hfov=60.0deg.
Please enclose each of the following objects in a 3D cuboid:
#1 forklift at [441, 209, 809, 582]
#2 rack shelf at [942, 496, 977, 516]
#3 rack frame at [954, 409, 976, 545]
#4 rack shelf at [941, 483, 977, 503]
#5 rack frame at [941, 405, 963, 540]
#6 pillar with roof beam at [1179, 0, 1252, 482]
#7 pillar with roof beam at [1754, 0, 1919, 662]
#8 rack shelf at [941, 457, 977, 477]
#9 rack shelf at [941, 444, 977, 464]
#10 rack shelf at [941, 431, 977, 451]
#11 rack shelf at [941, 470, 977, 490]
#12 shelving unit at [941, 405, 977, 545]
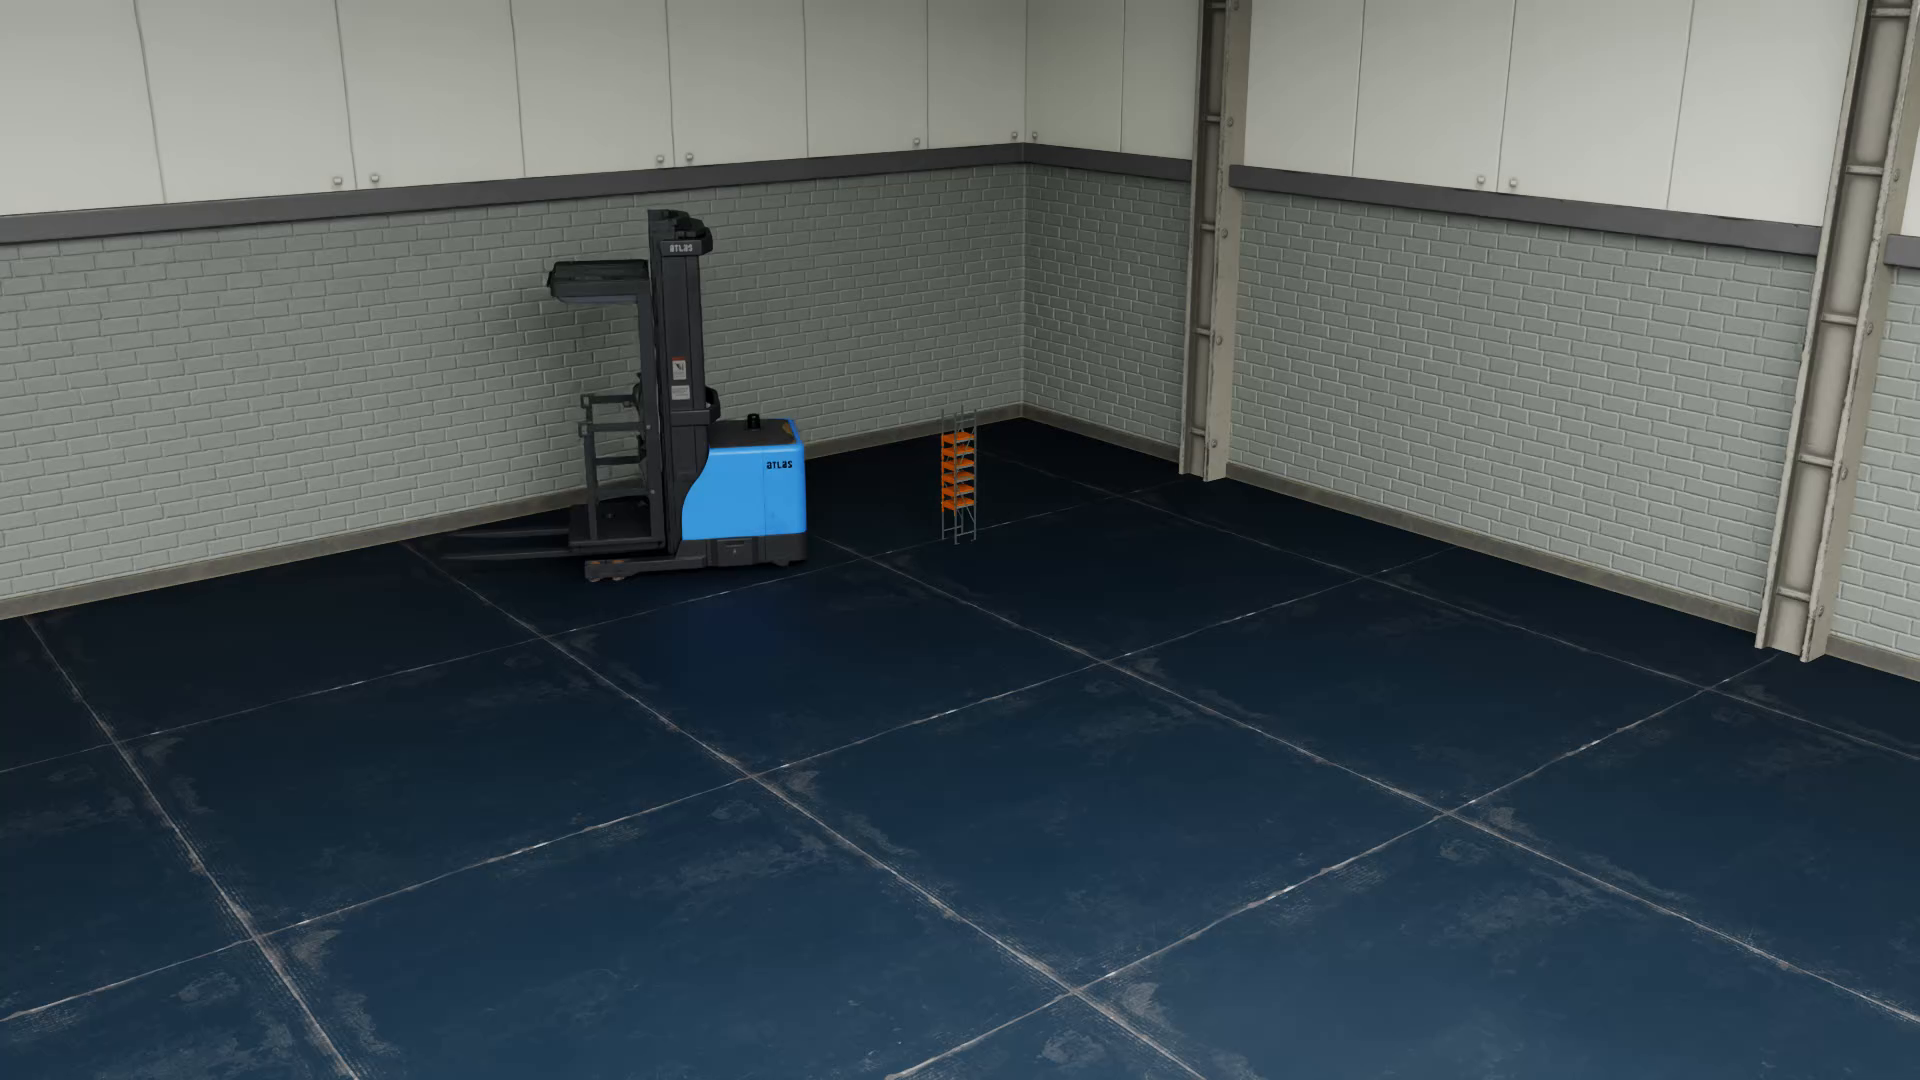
[{"bbox_3d":[-2.857,-1.225,13.900,3.031,2.935,1.130,-4,19,-11],"label":"forklift"},{"bbox_3d":[-0.009,-0.303,14.774,0.258,0.103,0.180,-14,23,-36],"label":"rack shelf"},{"bbox_3d":[0.048,-0.551,14.617,0.240,1.200,0.006,-14,23,-36],"label":"rack frame"},{"bbox_3d":[-0.009,-0.417,14.736,0.258,0.103,0.180,-14,23,-36],"label":"rack shelf"},{"bbox_3d":[-0.066,-0.596,14.753,0.240,1.200,0.006,-14,23,-36],"label":"rack frame"},{"bbox_3d":[-0.912,-4.093,12.907,9.100,9.000,0.400,-14,23,-36],"label":"pillar with roof beam"},{"bbox_3d":[2.814,-2.614,8.443,9.100,9.000,0.400,-14,23,-36],"label":"pillar with roof beam"},{"bbox_3d":[-0.009,-0.645,14.661,0.258,0.103,0.180,-14,23,-36],"label":"rack shelf"},{"bbox_3d":[-0.009,-0.759,14.623,0.258,0.103,0.180,-14,23,-36],"label":"rack shelf"},{"bbox_3d":[-0.009,-0.873,14.585,0.258,0.103,0.180,-14,23,-36],"label":"rack shelf"},{"bbox_3d":[-0.009,-0.531,14.699,0.258,0.103,0.180,-14,23,-36],"label":"rack shelf"},{"bbox_3d":[-0.009,-0.573,14.685,0.258,1.200,0.189,-14,23,-36],"label":"shelving unit"}]
